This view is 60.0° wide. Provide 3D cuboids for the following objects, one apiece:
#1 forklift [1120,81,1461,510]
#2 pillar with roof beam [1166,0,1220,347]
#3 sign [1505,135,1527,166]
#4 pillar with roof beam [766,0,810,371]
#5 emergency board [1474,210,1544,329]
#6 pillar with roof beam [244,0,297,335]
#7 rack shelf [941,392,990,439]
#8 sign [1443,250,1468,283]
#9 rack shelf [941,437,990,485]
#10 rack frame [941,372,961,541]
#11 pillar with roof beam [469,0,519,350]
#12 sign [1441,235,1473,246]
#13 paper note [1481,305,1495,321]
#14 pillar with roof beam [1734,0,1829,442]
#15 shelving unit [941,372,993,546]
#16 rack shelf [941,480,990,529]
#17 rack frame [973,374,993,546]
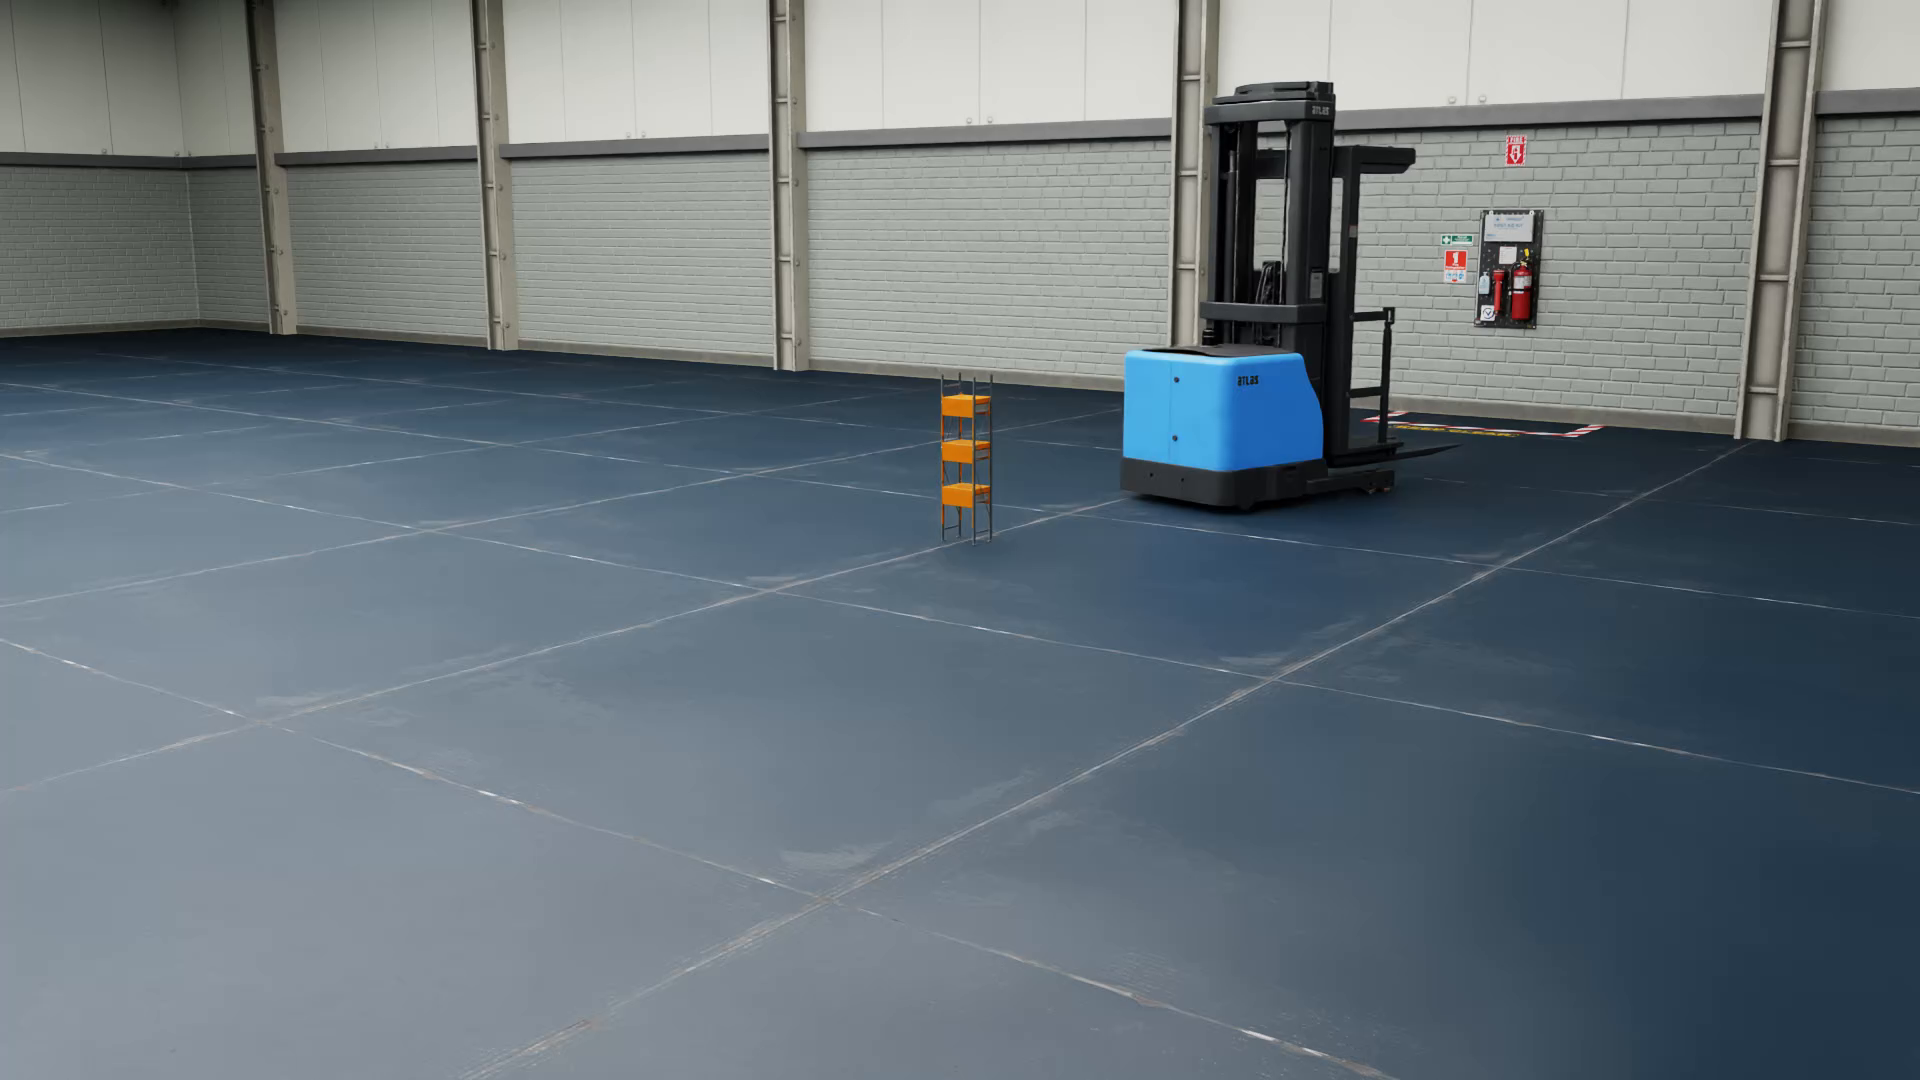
[{"bbox_3d":[2.624,-1.849,12.369,3.031,2.935,1.130,-9,14,-39],"label":"forklift"},{"bbox_3d":[0.030,-5.376,14.627,0.400,9.000,9.100,8,13,36],"label":"pillar with roof beam"},{"bbox_3d":[5.497,-3.853,16.446,0.199,0.298,0.001,8,13,36],"label":"sign"},{"bbox_3d":[-4.806,-6.051,18.113,0.400,9.000,9.100,8,13,36],"label":"pillar with roof beam"},{"bbox_3d":[5.445,-2.699,16.583,0.643,1.169,0.194,8,13,36],"label":"emergency board"},{"bbox_3d":[-14.478,-7.400,25.087,0.400,9.000,9.100,8,13,36],"label":"pillar with roof beam"},{"bbox_3d":[0.043,-0.778,10.347,0.240,0.259,0.215,8,13,36],"label":"rack shelf"},{"bbox_3d":[5.060,-2.794,16.982,0.234,0.329,0.001,8,13,36],"label":"sign"},{"bbox_3d":[0.043,-0.499,10.401,0.240,0.259,0.215,8,13,36],"label":"rack shelf"},{"bbox_3d":[-0.055,-0.523,10.470,0.008,1.050,0.200,8,13,36],"label":"rack frame"},{"bbox_3d":[-9.642,-6.725,21.600,0.400,9.000,9.100,8,13,36],"label":"pillar with roof beam"},{"bbox_3d":[5.058,-3.053,16.922,0.331,0.109,0.001,8,13,36],"label":"sign"},{"bbox_3d":[5.343,-2.297,16.824,0.142,0.148,0.016,8,13,36],"label":"paper note"},{"bbox_3d":[4.866,-4.701,11.140,0.400,9.000,9.100,8,13,36],"label":"pillar with roof beam"},{"bbox_3d":[0.043,-0.509,10.399,0.252,1.050,0.215,8,13,36],"label":"shelving unit"},{"bbox_3d":[0.043,-0.226,10.454,0.240,0.259,0.215,8,13,36],"label":"rack shelf"},{"bbox_3d":[0.141,-0.496,10.328,0.008,1.050,0.200,8,13,36],"label":"rack frame"}]
